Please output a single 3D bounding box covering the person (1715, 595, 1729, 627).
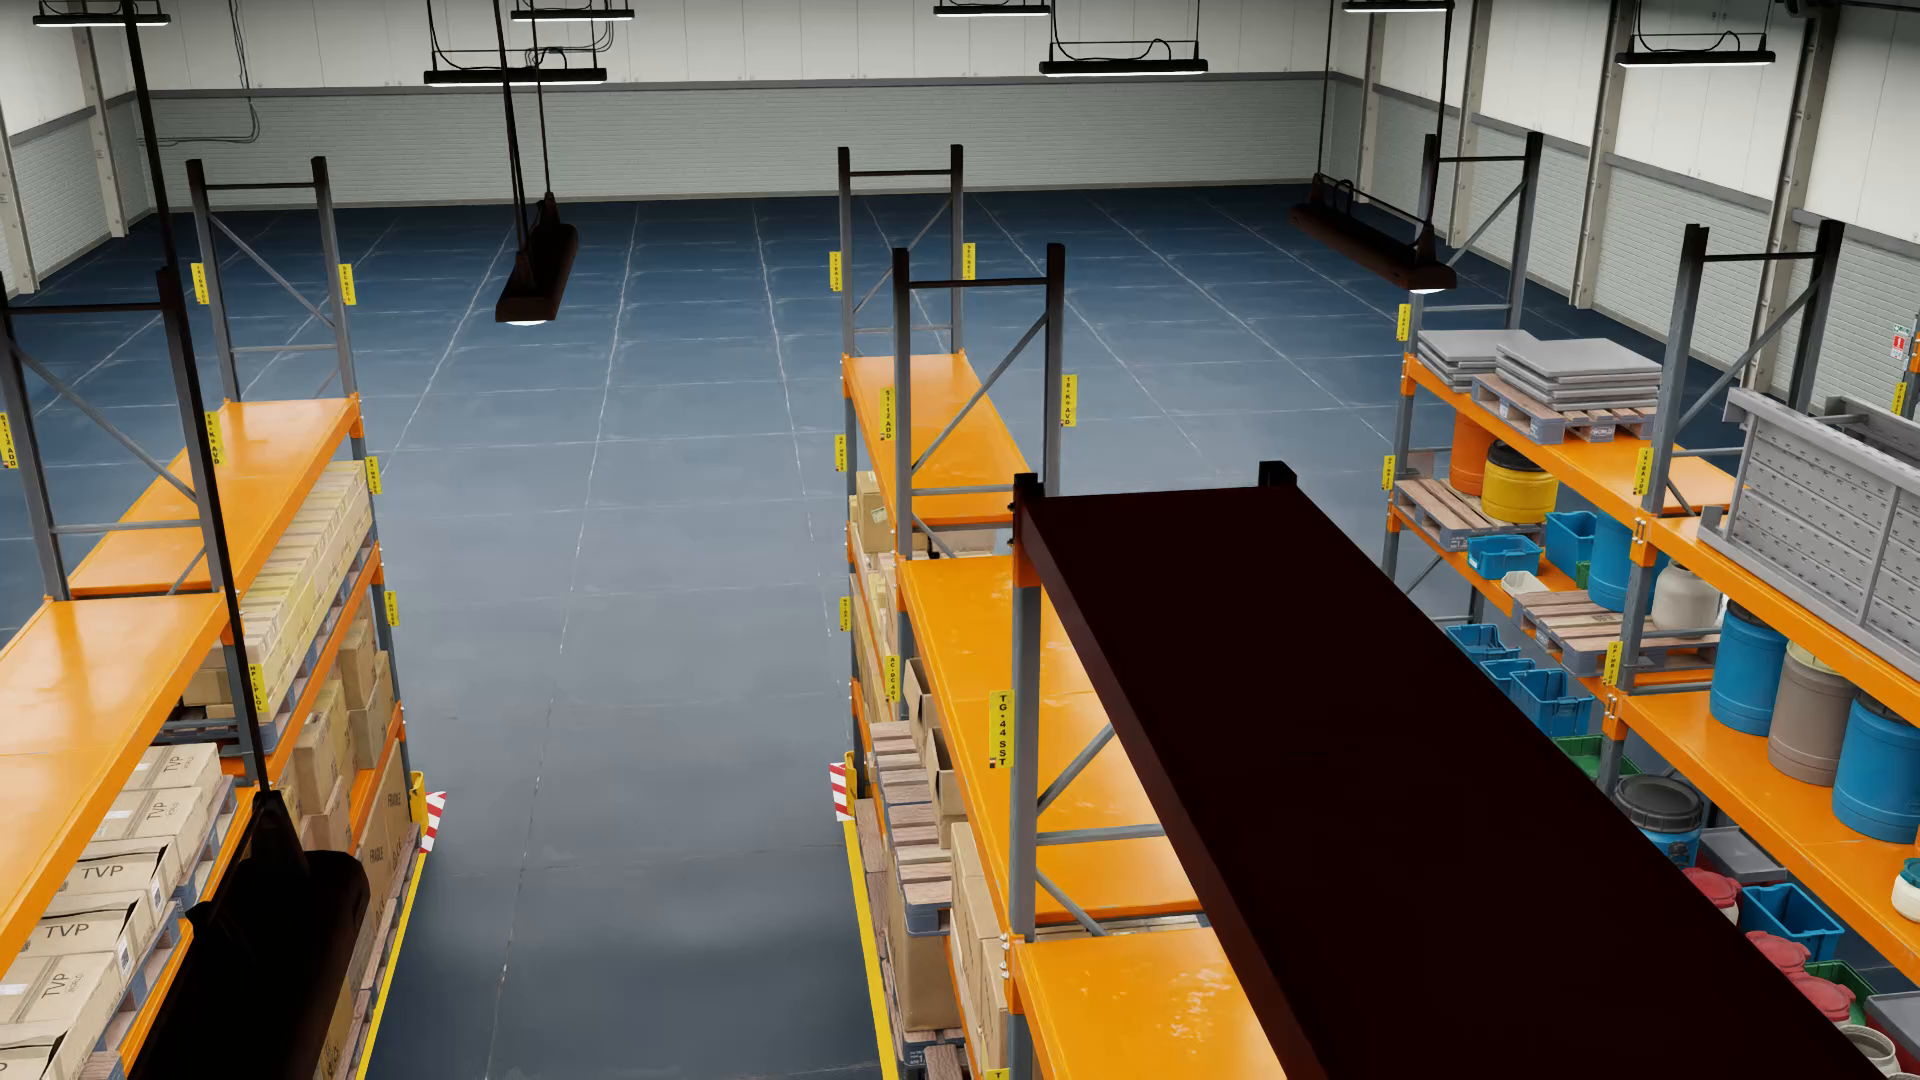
[{"bbox_3d":[7.852,1.043,16.870,0.578,1.717,0.344,-12,24,-27],"label":"person"}]
